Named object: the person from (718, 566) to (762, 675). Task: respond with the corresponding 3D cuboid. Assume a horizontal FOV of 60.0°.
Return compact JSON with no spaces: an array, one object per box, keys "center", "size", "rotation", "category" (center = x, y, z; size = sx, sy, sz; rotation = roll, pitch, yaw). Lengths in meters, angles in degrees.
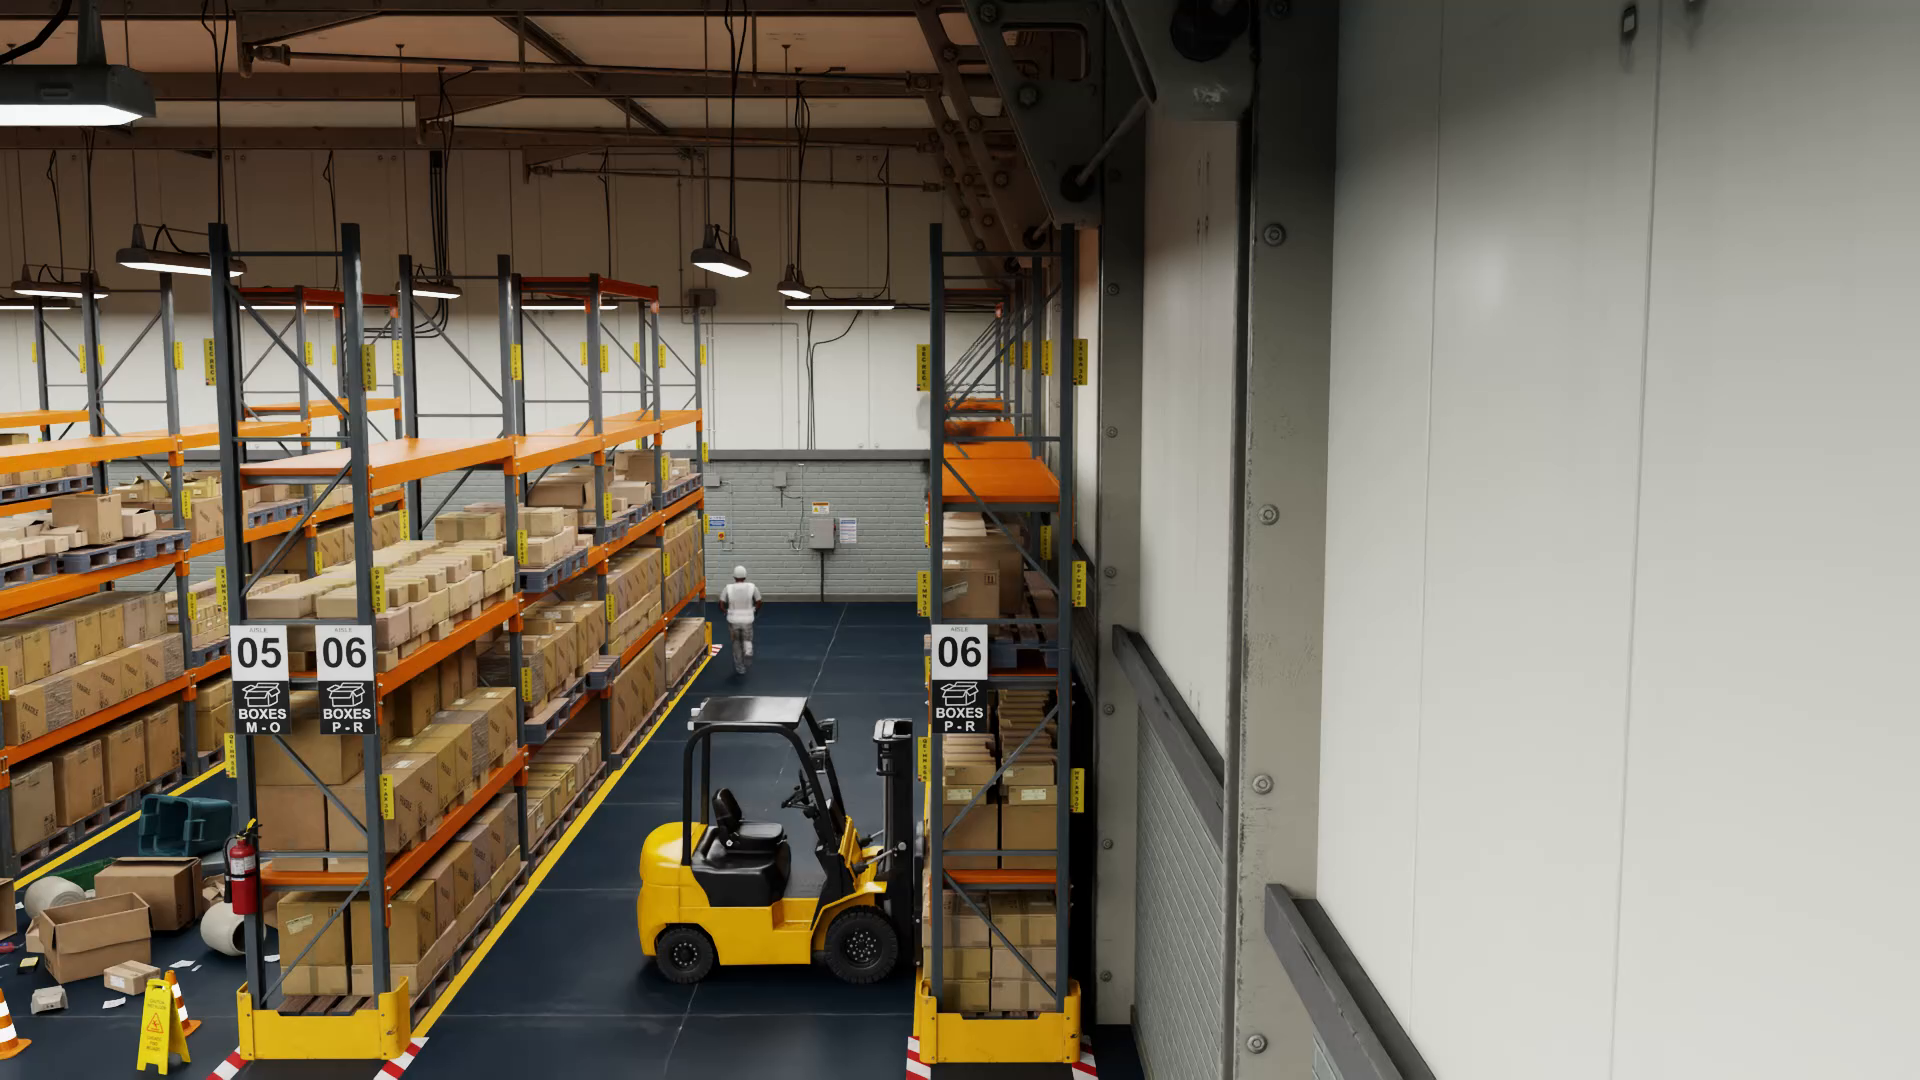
[{"center":[-3.441,1.269,26.064],"size":[0.683,1.743,0.689],"rotation":[-1,7,-10],"category":"person"}]
